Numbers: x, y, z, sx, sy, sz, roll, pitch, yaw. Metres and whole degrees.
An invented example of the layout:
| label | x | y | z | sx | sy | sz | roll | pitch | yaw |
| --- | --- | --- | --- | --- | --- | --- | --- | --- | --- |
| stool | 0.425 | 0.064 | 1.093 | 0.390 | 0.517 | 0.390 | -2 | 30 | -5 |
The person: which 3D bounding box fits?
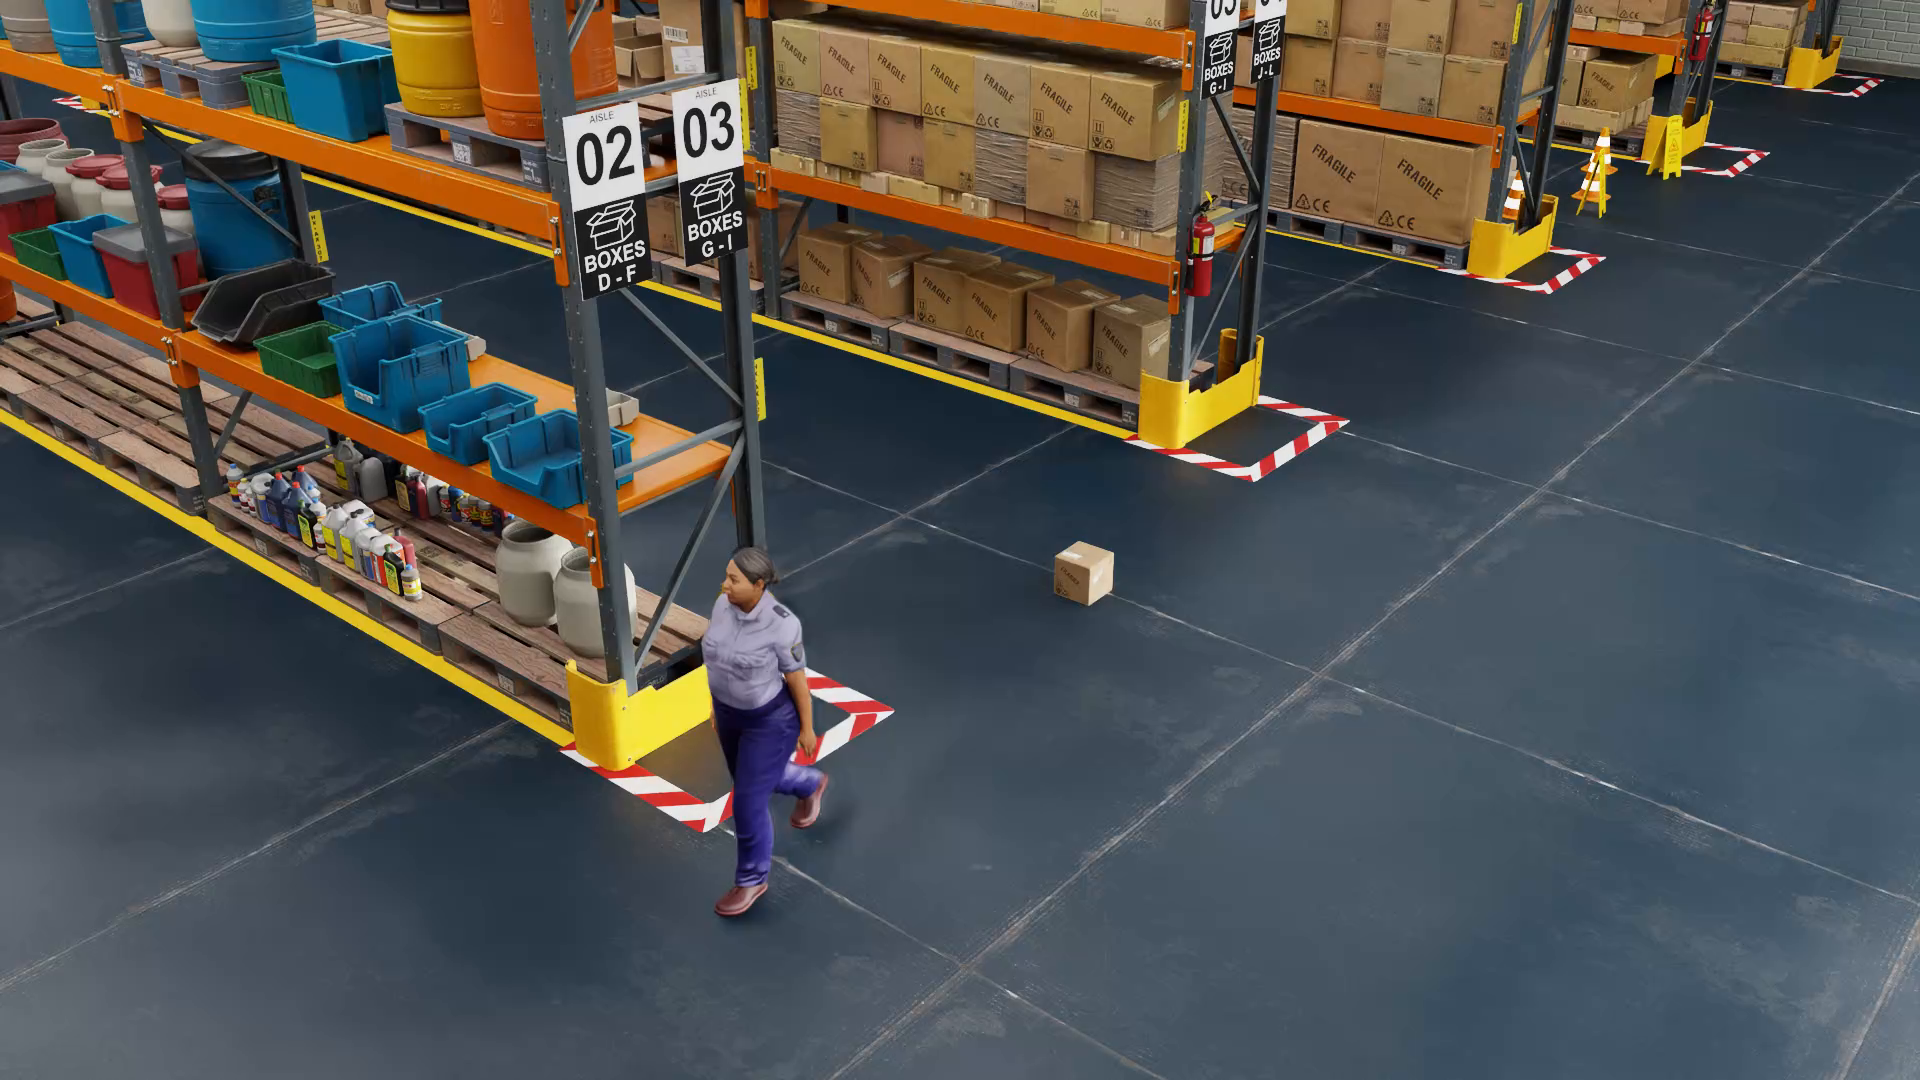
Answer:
| label | x | y | z | sx | sy | sz | roll | pitch | yaw |
| --- | --- | --- | --- | --- | --- | --- | --- | --- | --- |
| person | -0.862 | 0.746 | 7.203 | 0.510 | 1.593 | 0.882 | 20 | 34 | 33 |
